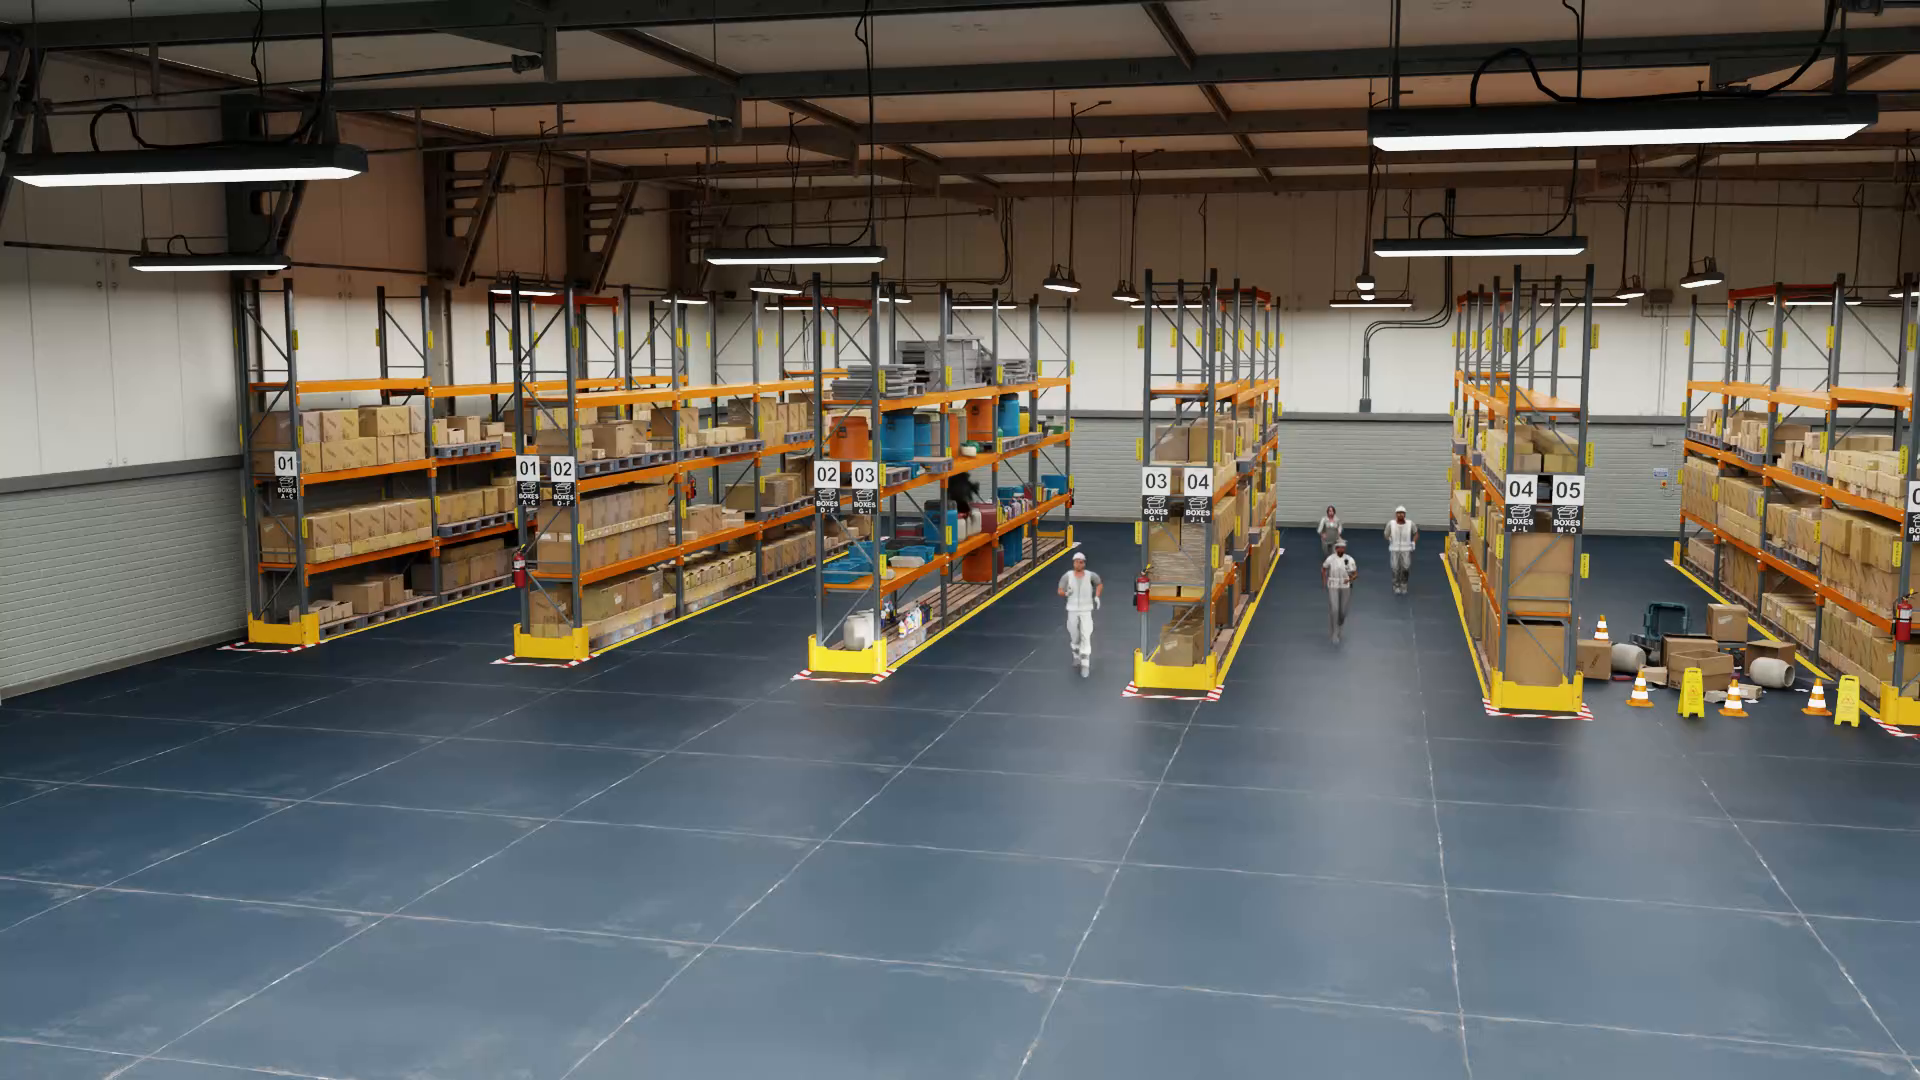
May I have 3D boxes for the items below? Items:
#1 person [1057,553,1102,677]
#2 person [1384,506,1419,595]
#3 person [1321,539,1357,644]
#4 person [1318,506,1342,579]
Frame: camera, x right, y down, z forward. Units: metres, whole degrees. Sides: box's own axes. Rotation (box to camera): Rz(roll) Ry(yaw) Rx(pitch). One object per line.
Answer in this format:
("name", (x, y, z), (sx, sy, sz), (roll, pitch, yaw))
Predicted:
("person", (1.784, 1.083, 24.977), (0.656, 1.800, 0.905), (1, 7, 10))
("person", (8.635, 0.221, 32.589), (0.664, 1.752, 0.620), (2, 7, 15))
("person", (6.356, 0.825, 27.904), (0.585, 1.713, 0.866), (1, 7, 9))
("person", (7.721, 0.061, 34.743), (0.525, 1.578, 0.822), (0, 7, 4))
